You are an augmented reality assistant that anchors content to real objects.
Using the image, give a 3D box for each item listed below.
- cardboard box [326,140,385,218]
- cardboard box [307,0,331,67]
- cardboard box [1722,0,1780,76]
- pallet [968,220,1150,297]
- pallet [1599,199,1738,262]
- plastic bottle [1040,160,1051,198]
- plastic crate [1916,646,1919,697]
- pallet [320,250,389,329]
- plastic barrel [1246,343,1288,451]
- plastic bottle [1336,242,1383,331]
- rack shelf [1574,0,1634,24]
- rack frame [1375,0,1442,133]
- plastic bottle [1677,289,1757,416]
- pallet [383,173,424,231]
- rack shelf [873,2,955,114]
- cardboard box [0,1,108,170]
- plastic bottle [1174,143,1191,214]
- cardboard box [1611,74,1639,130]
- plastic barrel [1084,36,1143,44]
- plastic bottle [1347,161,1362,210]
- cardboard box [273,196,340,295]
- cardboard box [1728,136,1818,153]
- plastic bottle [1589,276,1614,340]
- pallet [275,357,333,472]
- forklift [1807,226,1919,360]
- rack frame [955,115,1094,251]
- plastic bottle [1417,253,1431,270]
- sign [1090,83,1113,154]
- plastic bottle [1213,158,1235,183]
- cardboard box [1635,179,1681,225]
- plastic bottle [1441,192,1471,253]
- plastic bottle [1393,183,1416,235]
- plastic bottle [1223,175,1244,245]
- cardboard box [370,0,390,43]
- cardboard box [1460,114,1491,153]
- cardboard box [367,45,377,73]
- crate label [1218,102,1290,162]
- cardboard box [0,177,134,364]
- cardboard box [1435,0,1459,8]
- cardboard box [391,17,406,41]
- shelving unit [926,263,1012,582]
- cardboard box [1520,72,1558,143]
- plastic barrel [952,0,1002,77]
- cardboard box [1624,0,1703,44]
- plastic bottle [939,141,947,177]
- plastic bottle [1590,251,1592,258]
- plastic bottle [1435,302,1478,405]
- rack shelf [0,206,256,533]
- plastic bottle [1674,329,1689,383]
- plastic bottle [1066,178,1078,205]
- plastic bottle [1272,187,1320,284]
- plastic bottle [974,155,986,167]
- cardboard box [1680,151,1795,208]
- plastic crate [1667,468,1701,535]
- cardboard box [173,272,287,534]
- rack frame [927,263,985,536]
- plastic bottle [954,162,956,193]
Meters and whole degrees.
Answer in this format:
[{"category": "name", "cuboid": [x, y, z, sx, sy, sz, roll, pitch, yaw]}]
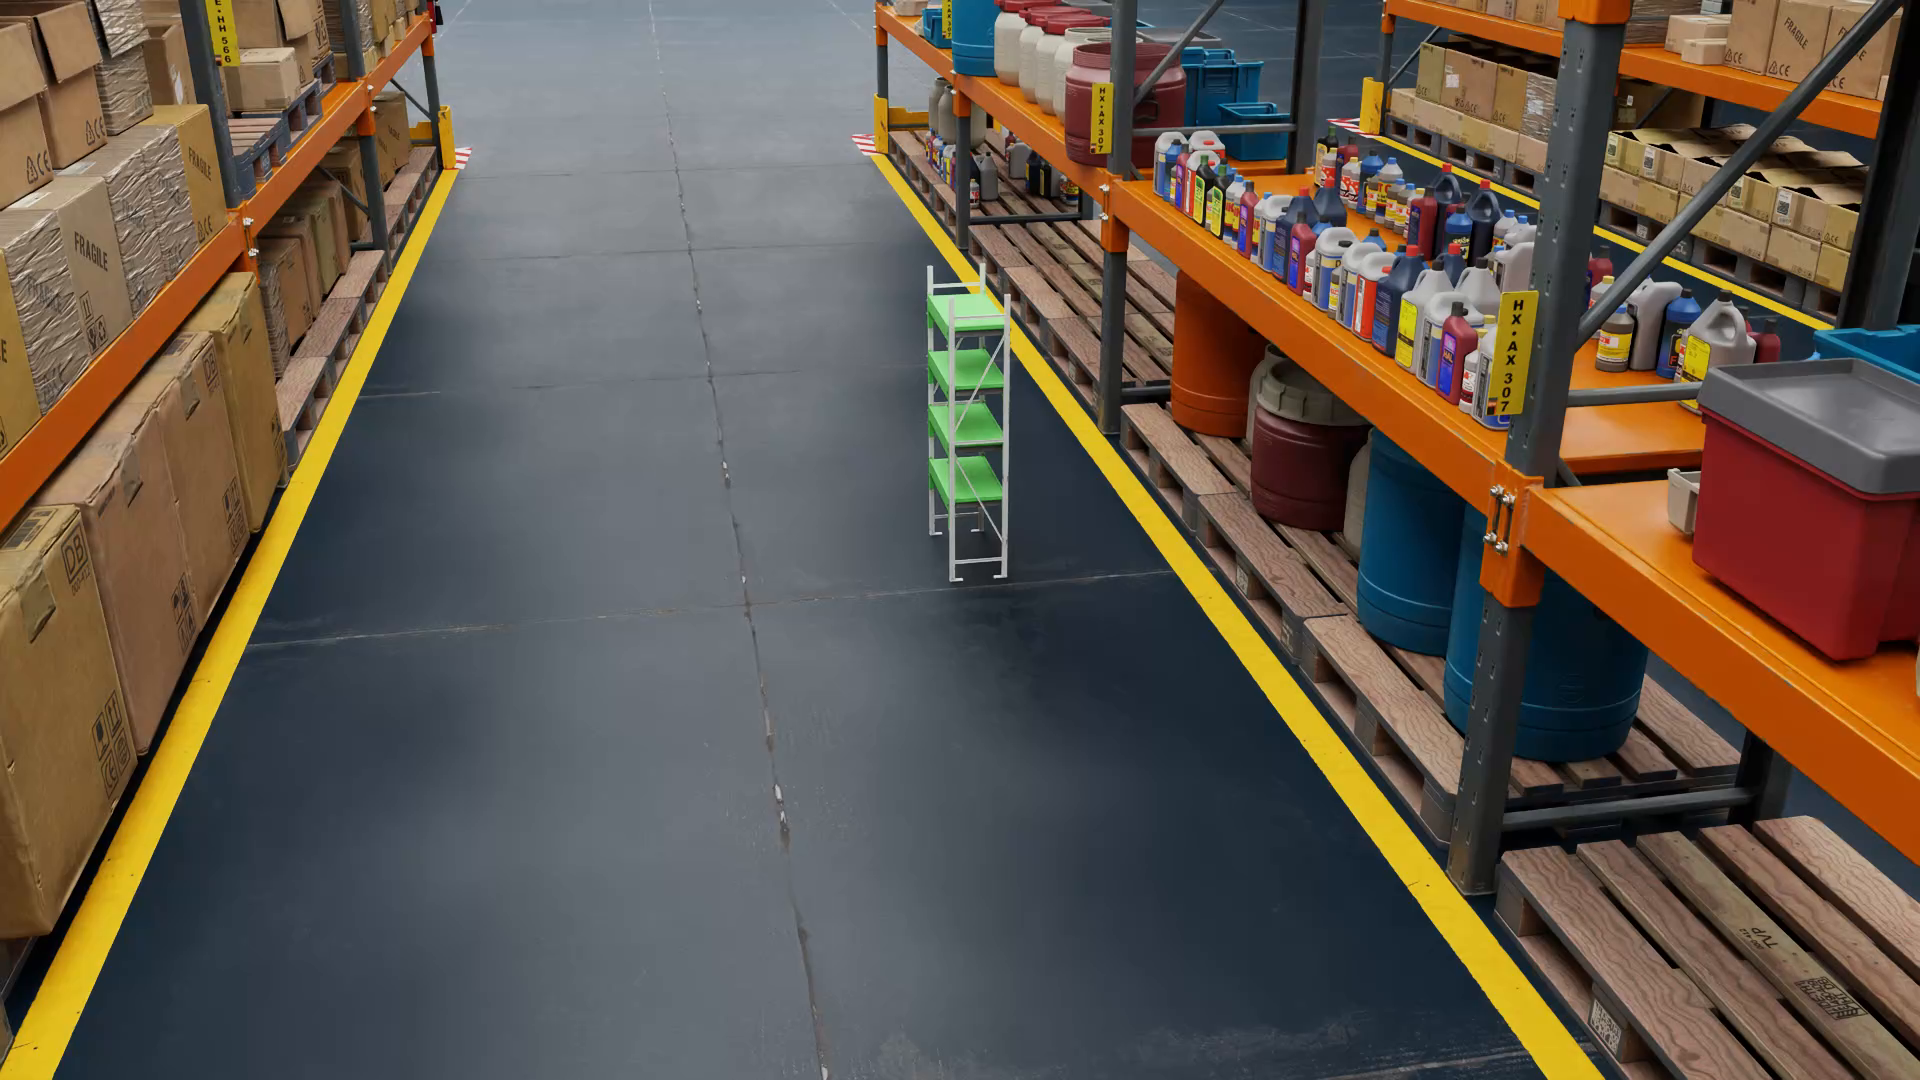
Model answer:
[{"category": "cardboard box", "cuboid": [-4.545, -2.600, 12.053, 0.500, 0.500, 0.500, 3, 24, 7]}, {"category": "cardboard box", "cuboid": [-4.388, -3.312, 9.812, 1.000, 1.000, 1.000, -4, 24, -9]}, {"category": "cardboard box", "cuboid": [5.562, -3.435, 11.241, 0.500, 0.500, 0.500, -3, 24, -6]}, {"category": "pallet", "cuboid": [0.653, -1.950, 11.452, 1.003, 0.211, 1.213, -4, 24, -10]}, {"category": "pallet", "cuboid": [5.513, -2.335, 12.332, 1.003, 0.211, 1.213, -4, 24, -10]}, {"category": "plastic bottle", "cuboid": [0.651, -2.766, 12.679, 0.061, 0.283, 0.133, -4, 24, -10]}, {"category": "plastic crate", "cuboid": [2.051, 0.254, 2.995, 0.437, 0.282, 0.530, -4, 24, -10]}, {"category": "pallet", "cuboid": [-4.252, -1.584, 10.612, 1.003, 0.211, 1.213, -4, 24, -10]}, {"category": "plastic barrel", "cuboid": [1.509, -0.607, 7.475, 0.421, 0.512, 0.421, 0, 24, 0]}, {"category": "plastic bottle", "cuboid": [1.373, -0.857, 5.619, 0.152, 0.276, 0.135, -4, 24, -10]}, {"category": "rack shelf", "cuboid": [2.319, -0.646, 2.132, 1.077, 0.370, 4.000, -4, 24, -10]}, {"category": "rack frame", "cuboid": [4.599, -5.473, 16.033, 1.000, 3.000, 0.127, -4, 24, -10]}, {"category": "plastic bottle", "cuboid": [2.195, -0.543, 4.808, 0.144, 0.351, 0.185, -4, 24, -10]}, {"category": "pallet", "cuboid": [-4.785, -2.632, 13.013, 1.003, 0.211, 1.213, -4, 24, -10]}, {"category": "rack shelf", "cuboid": [0.100, -3.991, 13.540, 1.077, 0.370, 4.000, -4, 24, -10]}, {"category": "cardboard box", "cuboid": [-3.421, -1.555, 5.683, 0.797, 0.503, 0.637, -4, 24, -9]}, {"category": "plastic bottle", "cuboid": [0.988, -1.581, 7.267, 0.061, 0.283, 0.133, -4, 24, -10]}, {"category": "cardboard box", "cuboid": [5.460, -3.577, 13.666, 0.500, 0.500, 0.500, -4, 24, -10]}, {"category": "plastic barrel", "cuboid": [0.810, -2.401, 8.860, 0.421, 0.512, 0.421, 0, 24, 0]}, {"category": "plastic bottle", "cuboid": [1.768, -1.566, 7.337, 0.097, 0.201, 0.097, 0, 24, 0]}, {"category": "cardboard box", "cuboid": [-4.235, -1.792, 10.178, 0.700, 0.500, 0.500, -4, 24, -10]}, {"category": "cardboard box", "cuboid": [5.798, -2.746, 12.001, 0.500, 0.311, 0.500, -4, 24, -8]}, {"category": "plastic bottle", "cuboid": [2.140, -0.775, 5.525, 0.097, 0.201, 0.097, 0, 24, 0]}, {"category": "pallet", "cuboid": [-3.801, -0.624, 8.415, 1.003, 0.211, 1.213, -4, 24, -10]}, {"category": "forklift", "cuboid": [4.311, -1.313, 6.595, 1.130, 2.935, 3.031, 18, 29, 35]}, {"category": "rack frame", "cuboid": [0.470, -3.534, 11.594, 1.000, 3.000, 0.127, -4, 24, -10]}, {"category": "plastic bottle", "cuboid": [1.517, -0.818, 5.537, 0.097, 0.271, 0.097, 0, 24, 0]}, {"category": "sign", "cuboid": [0.670, -1.992, 7.860, 0.100, 0.325, 0.005, -4, 24, -10]}, {"category": "plastic bottle", "cuboid": [1.112, -1.483, 7.058, 0.097, 0.271, 0.097, 0, 24, 0]}, {"category": "cardboard box", "cuboid": [5.263, -2.454, 12.031, 0.500, 0.250, 0.500, -4, 24, -8]}, {"category": "plastic bottle", "cuboid": [1.914, -1.201, 6.397, 0.061, 0.283, 0.133, -4, 24, -10]}, {"category": "plastic bottle", "cuboid": [1.858, -1.375, 6.899, 0.097, 0.201, 0.097, 0, 24, 0]}, {"category": "plastic bottle", "cuboid": [1.120, -1.335, 6.719, 0.097, 0.271, 0.097, 0, 24, 0]}, {"category": "cardboard box", "cuboid": [-4.478, -3.731, 11.548, 0.875, 0.500, 0.500, -4, 24, -10]}, {"category": "cardboard box", "cuboid": [4.755, -3.588, 14.627, 0.500, 0.250, 0.500, -4, 24, -10]}, {"category": "cardboard box", "cuboid": [-4.175, -3.259, 11.277, 0.380, 0.149, 0.250, -4, 24, -10]}, {"category": "crate label", "cuboid": [1.500, -2.078, 8.468, 0.303, 0.233, 0.416, -4, 24, -10]}, {"category": "cardboard box", "cuboid": [-3.044, -0.864, 5.355, 0.500, 0.500, 0.500, -4, 24, -9]}, {"category": "cardboard box", "cuboid": [4.775, -5.128, 15.118, 0.700, 0.500, 0.500, -4, 24, -8]}, {"category": "cardboard box", "cuboid": [-4.501, -3.947, 12.853, 0.380, 0.149, 0.250, -4, 24, -10]}, {"category": "shelving unit", "cuboid": [0.031, -0.485, 6.861, 0.258, 1.200, 0.503, -4, 24, -10]}, {"category": "cardboard box", "cuboid": [4.957, -3.539, 13.579, 0.500, 0.500, 0.500, -4, 24, -10]}, {"category": "plastic barrel", "cuboid": [0.244, -3.590, 11.095, 0.600, 0.901, 0.708, -4, 24, -10]}, {"category": "cardboard box", "cuboid": [5.250, -4.119, 12.809, 0.700, 0.500, 0.500, -5, 24, -11]}, {"category": "plastic bottle", "cuboid": [-0.121, -3.069, 13.388, 0.097, 0.271, 0.097, 0, 24, 0]}, {"category": "plastic bottle", "cuboid": [2.067, -0.905, 5.730, 0.152, 0.276, 0.135, -4, 24, -10]}, {"category": "plastic bottle", "cuboid": [1.471, -0.553, 4.914, 0.061, 0.283, 0.133, -4, 24, -10]}, {"category": "rack shelf", "cuboid": [-3.288, -0.478, 5.495, 1.077, 0.370, 4.000, -4, 24, -10]}, {"category": "plastic bottle", "cuboid": [2.237, -0.569, 5.053, 0.097, 0.201, 0.097, 0, 24, 0]}, {"category": "plastic bottle", "cuboid": [0.842, -2.643, 12.414, 0.097, 0.271, 0.097, 0, 24, 0]}, {"category": "plastic bottle", "cuboid": [1.254, -1.136, 6.164, 0.144, 0.351, 0.185, -4, 24, -10]}, {"category": "plastic bottle", "cuboid": [0.173, -2.816, 12.803, 0.152, 0.276, 0.135, -4, 24, -10]}, {"category": "cardboard box", "cuboid": [5.355, -2.507, 11.452, 0.500, 0.311, 0.500, -5, 24, -11]}, {"category": "plastic crate", "cuboid": [1.895, -0.101, 3.987, 0.396, 0.136, 0.243, -4, 24, -10]}, {"category": "cardboard box", "cuboid": [-3.551, -0.540, 6.869, 1.225, 0.875, 0.875, -5, 24, -12]}, {"category": "rack frame", "cuboid": [-0.015, -0.581, 7.081, 0.240, 1.200, 0.015, -4, 24, -10]}, {"category": "plastic bottle", "cuboid": [0.032, -2.829, 12.740, 0.144, 0.351, 0.185, -6, 24, -12]}]
